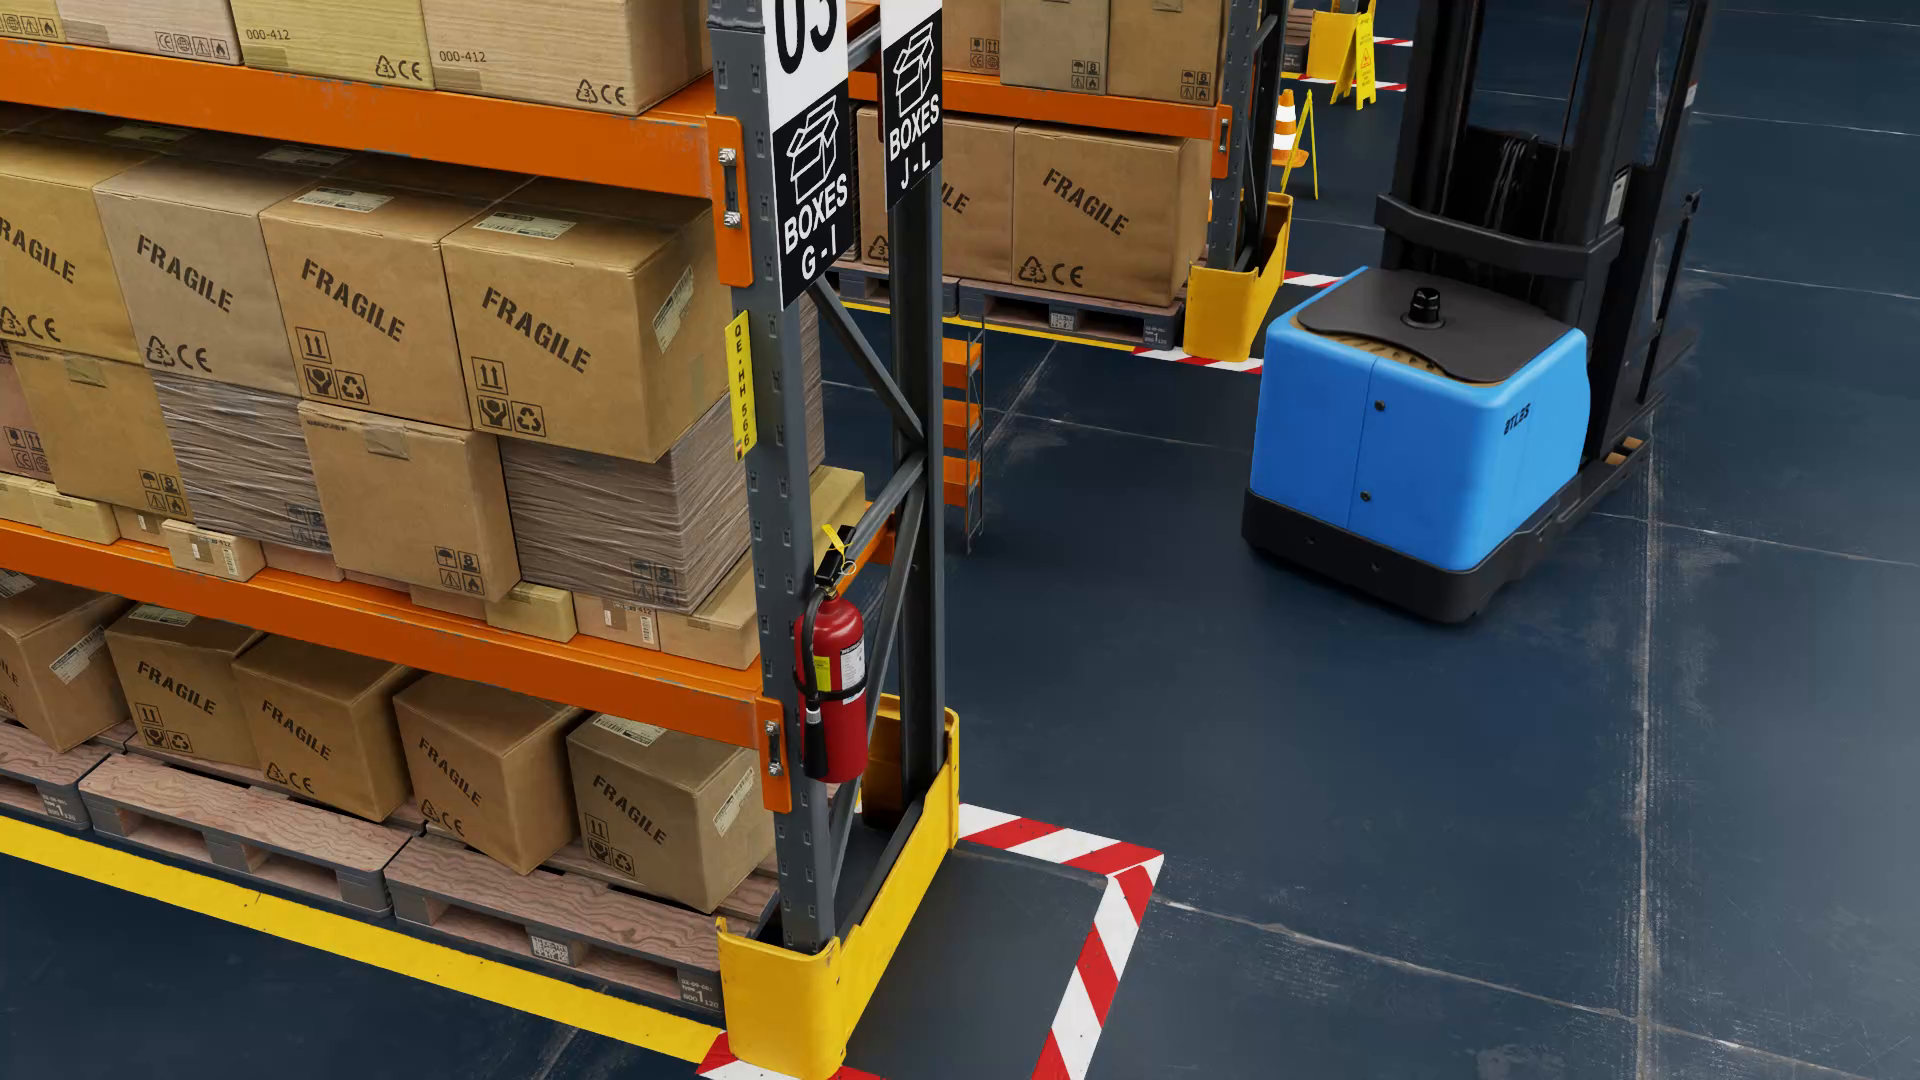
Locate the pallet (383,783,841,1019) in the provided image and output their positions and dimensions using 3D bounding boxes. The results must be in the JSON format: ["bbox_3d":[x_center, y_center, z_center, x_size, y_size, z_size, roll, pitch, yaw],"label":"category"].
[{"bbox_3d":[-1.097,0.995,5.515,1.213,0.211,1.003,11,34,16],"label":"pallet"}]

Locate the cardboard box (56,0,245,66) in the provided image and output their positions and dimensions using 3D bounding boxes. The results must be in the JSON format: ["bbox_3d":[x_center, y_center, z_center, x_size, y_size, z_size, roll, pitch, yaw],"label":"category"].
[{"bbox_3d":[-1.763,-1.340,3.932,0.500,0.250,0.500,12,35,18],"label":"cardboard box"}]

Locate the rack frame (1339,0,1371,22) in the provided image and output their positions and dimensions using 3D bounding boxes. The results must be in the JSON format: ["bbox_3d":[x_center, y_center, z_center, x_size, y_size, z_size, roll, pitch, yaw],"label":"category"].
[{"bbox_3d":[3.071,-5.056,12.316,0.127,3.000,1.000,11,34,16],"label":"rack frame"}]

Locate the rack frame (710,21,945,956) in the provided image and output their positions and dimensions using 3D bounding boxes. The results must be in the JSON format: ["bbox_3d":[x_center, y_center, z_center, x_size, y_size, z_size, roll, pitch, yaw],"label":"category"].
[{"bbox_3d":[-0.273,0.004,4.478,0.127,3.000,1.000,11,34,16],"label":"rack frame"}]

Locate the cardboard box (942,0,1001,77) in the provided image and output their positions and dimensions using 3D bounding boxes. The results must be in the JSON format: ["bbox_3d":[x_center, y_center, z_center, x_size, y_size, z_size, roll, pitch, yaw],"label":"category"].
[{"bbox_3d":[0.121,-2.874,8.798,0.550,0.550,0.875,11,34,16],"label":"cardboard box"}]

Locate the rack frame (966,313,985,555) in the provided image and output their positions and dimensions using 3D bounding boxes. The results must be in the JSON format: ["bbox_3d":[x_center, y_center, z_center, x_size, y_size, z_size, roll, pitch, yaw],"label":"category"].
[{"bbox_3d":[0.064,-0.429,6.946,0.008,1.050,0.200,11,34,16],"label":"rack frame"}]

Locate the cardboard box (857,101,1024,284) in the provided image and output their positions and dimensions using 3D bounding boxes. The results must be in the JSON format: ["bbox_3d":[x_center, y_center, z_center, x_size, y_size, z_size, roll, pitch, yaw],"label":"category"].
[{"bbox_3d":[0.006,-2.044,9.223,0.875,0.875,0.875,10,34,16],"label":"cardboard box"}]

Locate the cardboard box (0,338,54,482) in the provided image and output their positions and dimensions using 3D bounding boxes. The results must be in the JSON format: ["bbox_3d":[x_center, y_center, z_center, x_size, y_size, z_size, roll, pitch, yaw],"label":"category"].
[{"bbox_3d":[-2.672,-0.632,5.096,0.500,0.500,0.875,11,34,16],"label":"cardboard box"}]

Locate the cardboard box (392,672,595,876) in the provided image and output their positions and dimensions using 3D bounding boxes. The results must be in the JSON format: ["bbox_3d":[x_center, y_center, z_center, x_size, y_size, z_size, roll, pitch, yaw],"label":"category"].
[{"bbox_3d":[-1.429,0.663,5.375,0.500,0.500,0.500,21,38,29],"label":"cardboard box"}]

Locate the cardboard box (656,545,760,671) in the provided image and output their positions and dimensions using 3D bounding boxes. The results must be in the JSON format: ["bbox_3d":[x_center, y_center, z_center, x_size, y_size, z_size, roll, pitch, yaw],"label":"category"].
[{"bbox_3d":[-0.611,0.163,4.464,0.250,0.149,0.380,11,34,16],"label":"cardboard box"}]

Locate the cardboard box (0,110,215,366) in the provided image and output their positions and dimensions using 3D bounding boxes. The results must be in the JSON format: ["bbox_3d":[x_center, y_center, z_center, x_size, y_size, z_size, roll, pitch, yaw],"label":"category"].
[{"bbox_3d":[-2.284,-0.835,4.489,0.500,0.500,0.500,11,34,16],"label":"cardboard box"}]

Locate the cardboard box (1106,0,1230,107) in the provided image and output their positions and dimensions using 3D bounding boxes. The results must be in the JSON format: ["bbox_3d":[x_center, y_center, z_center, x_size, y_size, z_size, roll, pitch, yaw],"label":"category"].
[{"bbox_3d":[1.131,-2.618,8.401,0.550,0.550,0.875,11,34,16],"label":"cardboard box"}]

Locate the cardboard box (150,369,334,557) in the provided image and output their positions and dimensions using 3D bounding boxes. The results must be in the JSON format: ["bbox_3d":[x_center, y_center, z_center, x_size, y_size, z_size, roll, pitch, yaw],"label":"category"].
[{"bbox_3d":[-1.748,-0.421,4.771,0.500,0.500,0.875,11,34,16],"label":"cardboard box"}]

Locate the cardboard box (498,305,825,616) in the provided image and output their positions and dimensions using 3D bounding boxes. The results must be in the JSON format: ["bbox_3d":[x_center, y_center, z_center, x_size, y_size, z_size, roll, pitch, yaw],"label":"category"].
[{"bbox_3d":[-0.781,-0.278,4.548,0.500,0.500,0.875,11,34,16],"label":"cardboard box"}]

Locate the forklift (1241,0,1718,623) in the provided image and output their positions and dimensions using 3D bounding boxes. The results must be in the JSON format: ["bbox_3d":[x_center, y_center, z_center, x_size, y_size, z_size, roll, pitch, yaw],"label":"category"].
[{"bbox_3d":[2.555,-1.624,7.063,1.130,2.935,3.031,25,41,33],"label":"forklift"}]

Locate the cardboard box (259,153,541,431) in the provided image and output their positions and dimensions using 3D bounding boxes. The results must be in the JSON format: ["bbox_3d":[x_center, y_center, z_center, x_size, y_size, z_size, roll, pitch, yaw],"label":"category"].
[{"bbox_3d":[-1.346,-0.646,4.197,0.500,0.500,0.500,11,34,16],"label":"cardboard box"}]

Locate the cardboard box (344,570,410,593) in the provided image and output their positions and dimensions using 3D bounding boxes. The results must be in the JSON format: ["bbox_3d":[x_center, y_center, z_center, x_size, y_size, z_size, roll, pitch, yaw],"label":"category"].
[{"bbox_3d":[-1.550,-0.023,4.752,0.250,0.149,0.380,11,34,16],"label":"cardboard box"}]

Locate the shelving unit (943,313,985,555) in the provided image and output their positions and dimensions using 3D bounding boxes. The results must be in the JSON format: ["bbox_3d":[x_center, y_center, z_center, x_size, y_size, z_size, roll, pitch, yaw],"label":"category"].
[{"bbox_3d":[-0.050,-0.451,6.980,0.252,1.050,0.215,11,34,16],"label":"shelving unit"}]

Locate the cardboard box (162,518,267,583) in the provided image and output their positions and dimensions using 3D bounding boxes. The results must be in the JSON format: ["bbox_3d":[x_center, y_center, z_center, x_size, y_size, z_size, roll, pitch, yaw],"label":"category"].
[{"bbox_3d":[-2.058,-0.058,4.806,0.250,0.149,0.380,11,34,16],"label":"cardboard box"}]

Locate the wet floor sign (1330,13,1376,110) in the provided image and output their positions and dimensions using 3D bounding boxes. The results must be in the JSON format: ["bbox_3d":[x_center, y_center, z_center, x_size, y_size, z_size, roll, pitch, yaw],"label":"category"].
[{"bbox_3d":[2.889,-3.486,12.054,0.232,0.644,0.267,24,40,32],"label":"wet floor sign"}]

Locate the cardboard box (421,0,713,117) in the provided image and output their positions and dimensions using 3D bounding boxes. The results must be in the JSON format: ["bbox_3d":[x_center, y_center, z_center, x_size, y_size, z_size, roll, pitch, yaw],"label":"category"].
[{"bbox_3d":[-0.812,-1.152,3.641,0.500,0.250,0.500,12,35,18],"label":"cardboard box"}]

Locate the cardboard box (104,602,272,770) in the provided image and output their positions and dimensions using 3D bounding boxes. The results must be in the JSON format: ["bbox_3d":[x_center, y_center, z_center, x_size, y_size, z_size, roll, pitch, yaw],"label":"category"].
[{"bbox_3d":[-2.522,0.414,5.761,0.500,0.500,0.500,8,34,12],"label":"cardboard box"}]

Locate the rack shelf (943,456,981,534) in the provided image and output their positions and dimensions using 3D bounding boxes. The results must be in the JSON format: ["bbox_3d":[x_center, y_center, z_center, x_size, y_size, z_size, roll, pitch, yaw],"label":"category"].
[{"bbox_3d":[-0.050,-0.208,7.137,0.240,0.259,0.215,11,34,16],"label":"rack shelf"}]

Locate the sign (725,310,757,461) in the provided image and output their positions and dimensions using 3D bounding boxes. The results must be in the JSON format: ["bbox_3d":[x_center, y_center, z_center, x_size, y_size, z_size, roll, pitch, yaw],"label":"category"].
[{"bbox_3d":[-0.479,-0.336,3.645,0.005,0.325,0.100,11,34,16],"label":"sign"}]

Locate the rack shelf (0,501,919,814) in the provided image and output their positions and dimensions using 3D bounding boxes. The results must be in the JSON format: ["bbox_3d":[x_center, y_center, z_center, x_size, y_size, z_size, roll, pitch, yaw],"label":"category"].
[{"bbox_3d":[-2.155,-0.060,5.240,4.000,0.370,1.077,11,34,16],"label":"rack shelf"}]

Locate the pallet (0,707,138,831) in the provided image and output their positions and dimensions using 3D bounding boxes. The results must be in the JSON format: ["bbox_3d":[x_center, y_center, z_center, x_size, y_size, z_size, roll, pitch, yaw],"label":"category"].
[{"bbox_3d":[-3.394,0.548,6.206,1.213,0.211,1.003,11,34,16],"label":"pallet"}]

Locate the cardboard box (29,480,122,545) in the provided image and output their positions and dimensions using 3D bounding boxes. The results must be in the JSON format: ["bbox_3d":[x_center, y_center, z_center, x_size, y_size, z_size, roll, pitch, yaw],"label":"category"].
[{"bbox_3d":[-2.521,-0.162,4.967,0.250,0.149,0.380,11,34,16],"label":"cardboard box"}]

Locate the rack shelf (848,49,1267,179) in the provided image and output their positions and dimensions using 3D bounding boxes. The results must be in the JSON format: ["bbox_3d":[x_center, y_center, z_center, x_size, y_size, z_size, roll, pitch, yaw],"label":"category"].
[{"bbox_3d":[-0.387,-2.574,9.134,4.000,0.370,1.077,11,34,16],"label":"rack shelf"}]

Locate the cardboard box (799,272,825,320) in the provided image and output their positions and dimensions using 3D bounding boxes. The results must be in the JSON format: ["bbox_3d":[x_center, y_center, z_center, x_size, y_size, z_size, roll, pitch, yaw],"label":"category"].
[{"bbox_3d":[-0.699,-0.823,4.471,0.500,0.500,0.500,11,34,16],"label":"cardboard box"}]

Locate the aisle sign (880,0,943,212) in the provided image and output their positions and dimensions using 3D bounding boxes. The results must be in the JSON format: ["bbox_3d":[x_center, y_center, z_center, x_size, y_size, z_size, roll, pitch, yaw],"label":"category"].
[{"bbox_3d":[-0.113,-1.230,3.993,0.004,0.787,0.394,11,34,16],"label":"aisle sign"}]

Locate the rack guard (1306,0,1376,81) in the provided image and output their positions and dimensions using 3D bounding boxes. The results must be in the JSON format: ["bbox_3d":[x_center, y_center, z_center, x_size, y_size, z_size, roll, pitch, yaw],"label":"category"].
[{"bbox_3d":[2.999,-4.020,13.015,0.348,0.500,1.175,11,34,16],"label":"rack guard"}]

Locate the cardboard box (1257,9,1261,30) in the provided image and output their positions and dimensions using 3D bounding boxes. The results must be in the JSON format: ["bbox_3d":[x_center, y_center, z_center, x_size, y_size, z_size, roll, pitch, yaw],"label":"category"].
[{"bbox_3d":[2.196,-4.092,12.971,0.500,0.250,0.500,11,34,16],"label":"cardboard box"}]

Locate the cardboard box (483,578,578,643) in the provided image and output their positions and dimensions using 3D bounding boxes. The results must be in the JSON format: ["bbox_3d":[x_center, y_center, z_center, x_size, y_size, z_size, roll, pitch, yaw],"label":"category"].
[{"bbox_3d":[-1.098,0.097,4.566,0.250,0.149,0.380,11,34,16],"label":"cardboard box"}]

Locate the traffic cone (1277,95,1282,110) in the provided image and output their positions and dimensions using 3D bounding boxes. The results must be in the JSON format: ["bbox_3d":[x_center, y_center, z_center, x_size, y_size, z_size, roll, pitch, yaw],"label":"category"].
[{"bbox_3d":[2.231,-3.410,12.106,0.334,0.463,0.336,11,34,16],"label":"traffic cone"}]

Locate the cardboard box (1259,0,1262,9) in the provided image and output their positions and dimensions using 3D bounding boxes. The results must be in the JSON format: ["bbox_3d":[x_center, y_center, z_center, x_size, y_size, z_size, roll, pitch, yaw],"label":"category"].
[{"bbox_3d":[2.228,-4.406,12.765,0.500,0.500,0.500,11,35,17],"label":"cardboard box"}]

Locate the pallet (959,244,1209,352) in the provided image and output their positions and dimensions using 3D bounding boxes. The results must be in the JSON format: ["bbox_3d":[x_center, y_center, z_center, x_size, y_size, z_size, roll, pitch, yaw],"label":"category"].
[{"bbox_3d":[0.717,-1.445,9.294,1.213,0.211,1.003,11,34,16],"label":"pallet"}]
